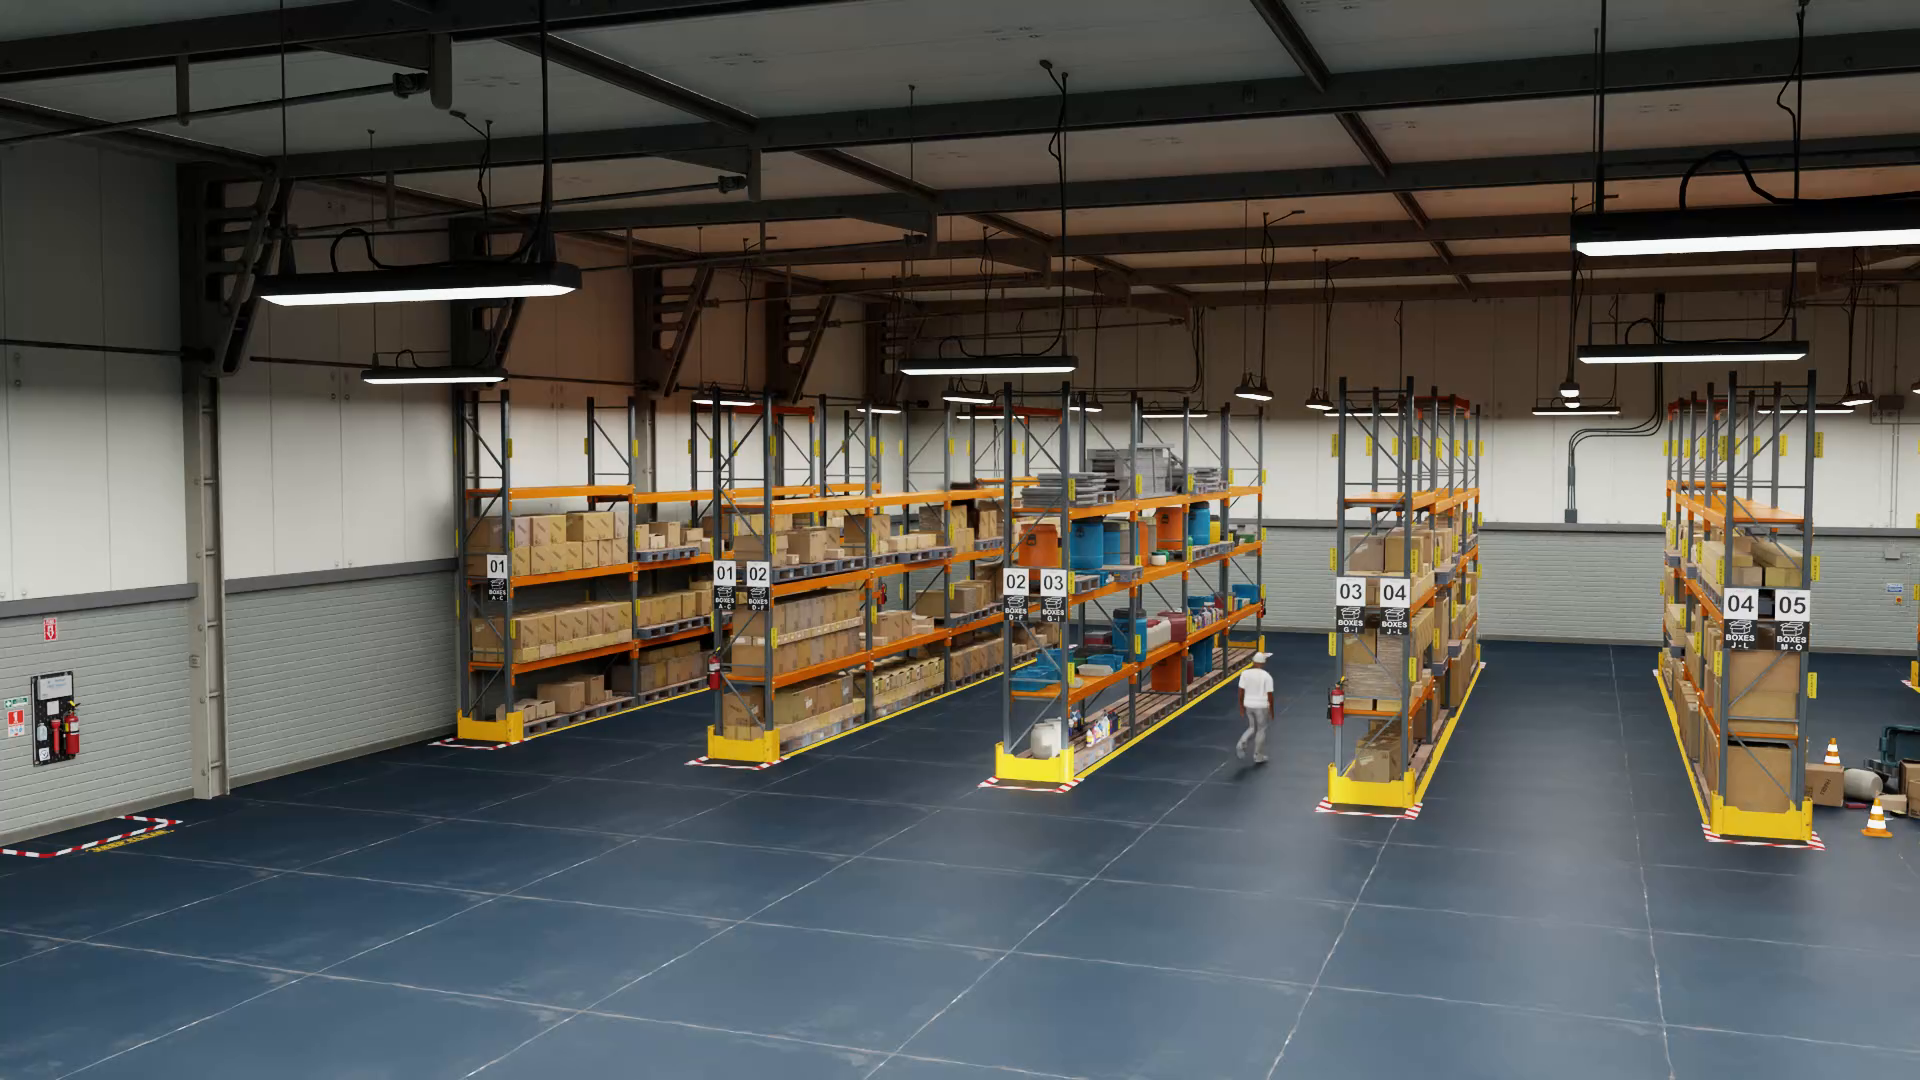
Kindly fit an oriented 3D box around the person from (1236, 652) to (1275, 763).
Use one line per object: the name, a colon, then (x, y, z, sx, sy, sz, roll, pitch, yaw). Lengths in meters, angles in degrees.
person: (4.691, 2.656, 26.366, 0.603, 1.759, 0.552, -2, 4, -35)
